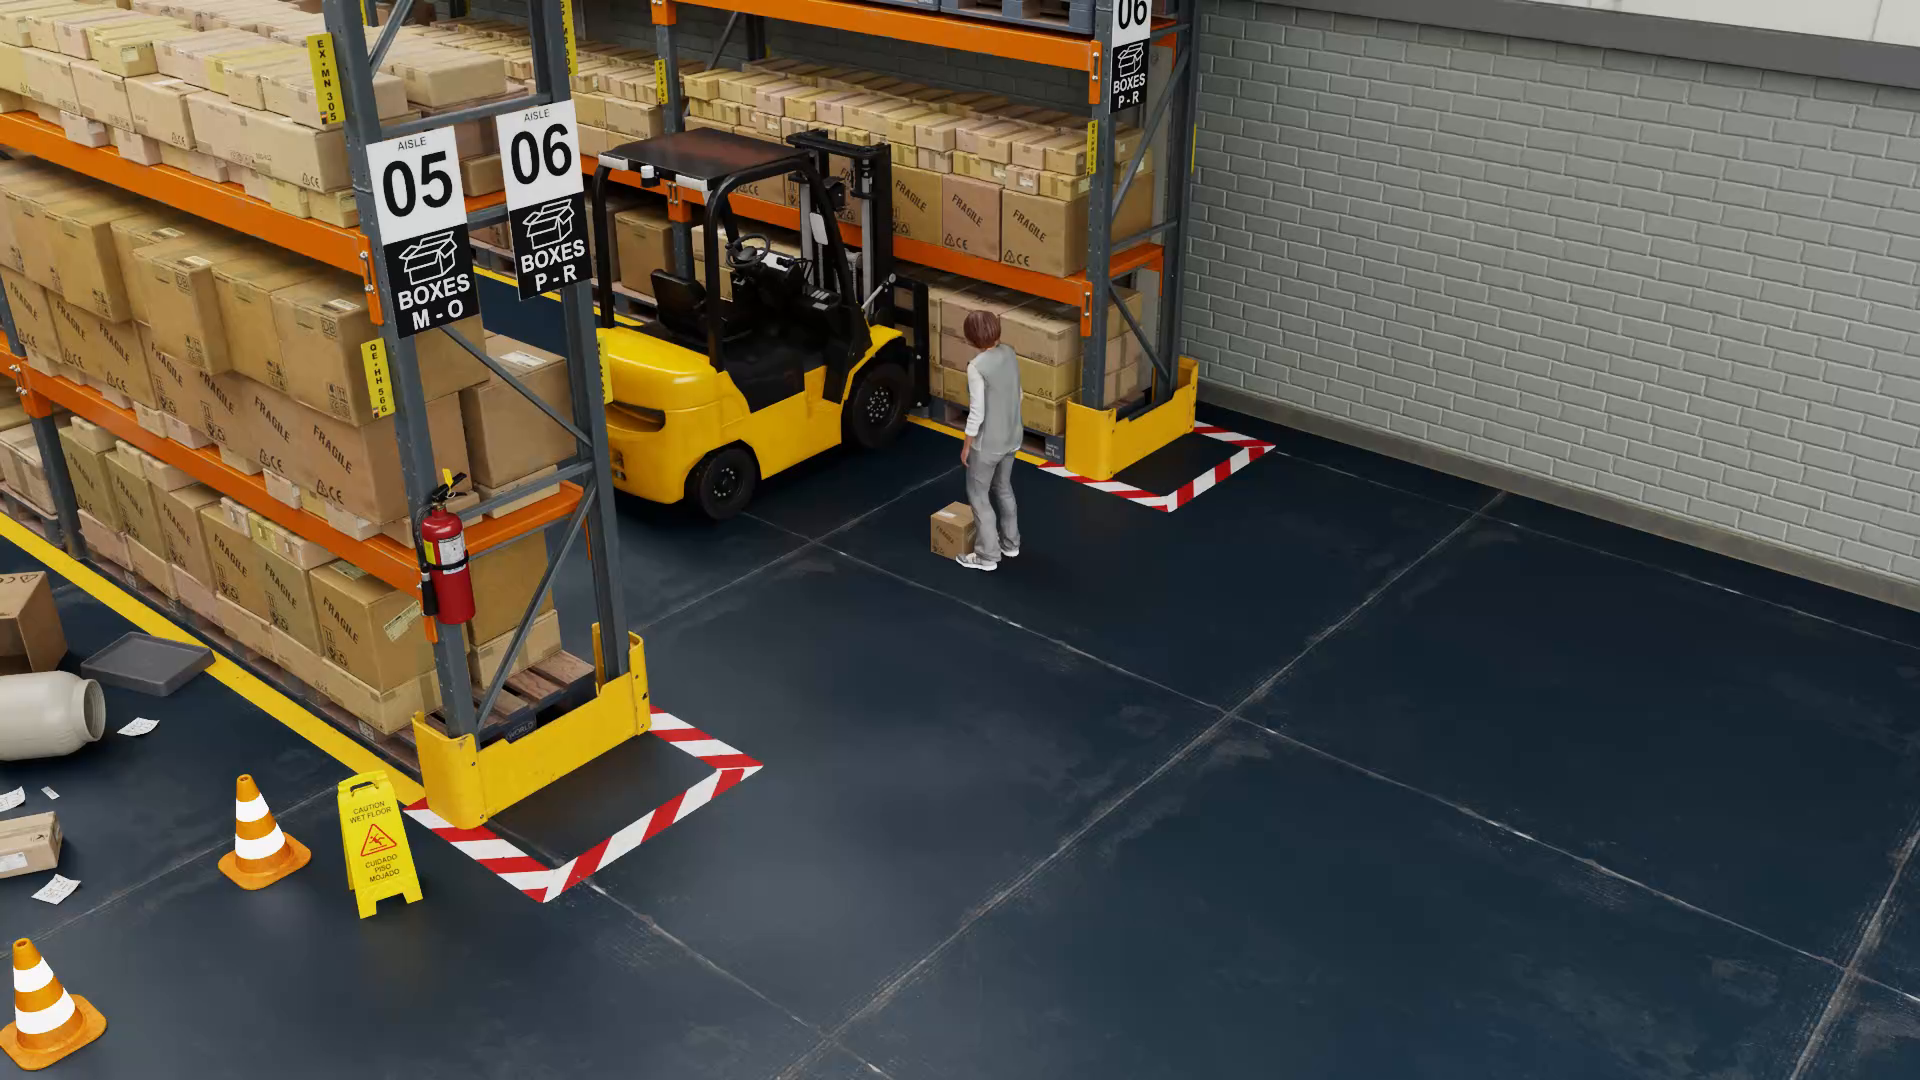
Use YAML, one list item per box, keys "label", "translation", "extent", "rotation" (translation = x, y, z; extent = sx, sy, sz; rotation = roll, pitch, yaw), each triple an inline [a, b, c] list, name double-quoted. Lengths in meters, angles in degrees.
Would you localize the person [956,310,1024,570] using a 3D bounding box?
- label: "person"
  translation: [0.183, -0.572, 9.732]
  extent: [0.346, 1.582, 0.464]
  rotation: [21, 34, 34]
